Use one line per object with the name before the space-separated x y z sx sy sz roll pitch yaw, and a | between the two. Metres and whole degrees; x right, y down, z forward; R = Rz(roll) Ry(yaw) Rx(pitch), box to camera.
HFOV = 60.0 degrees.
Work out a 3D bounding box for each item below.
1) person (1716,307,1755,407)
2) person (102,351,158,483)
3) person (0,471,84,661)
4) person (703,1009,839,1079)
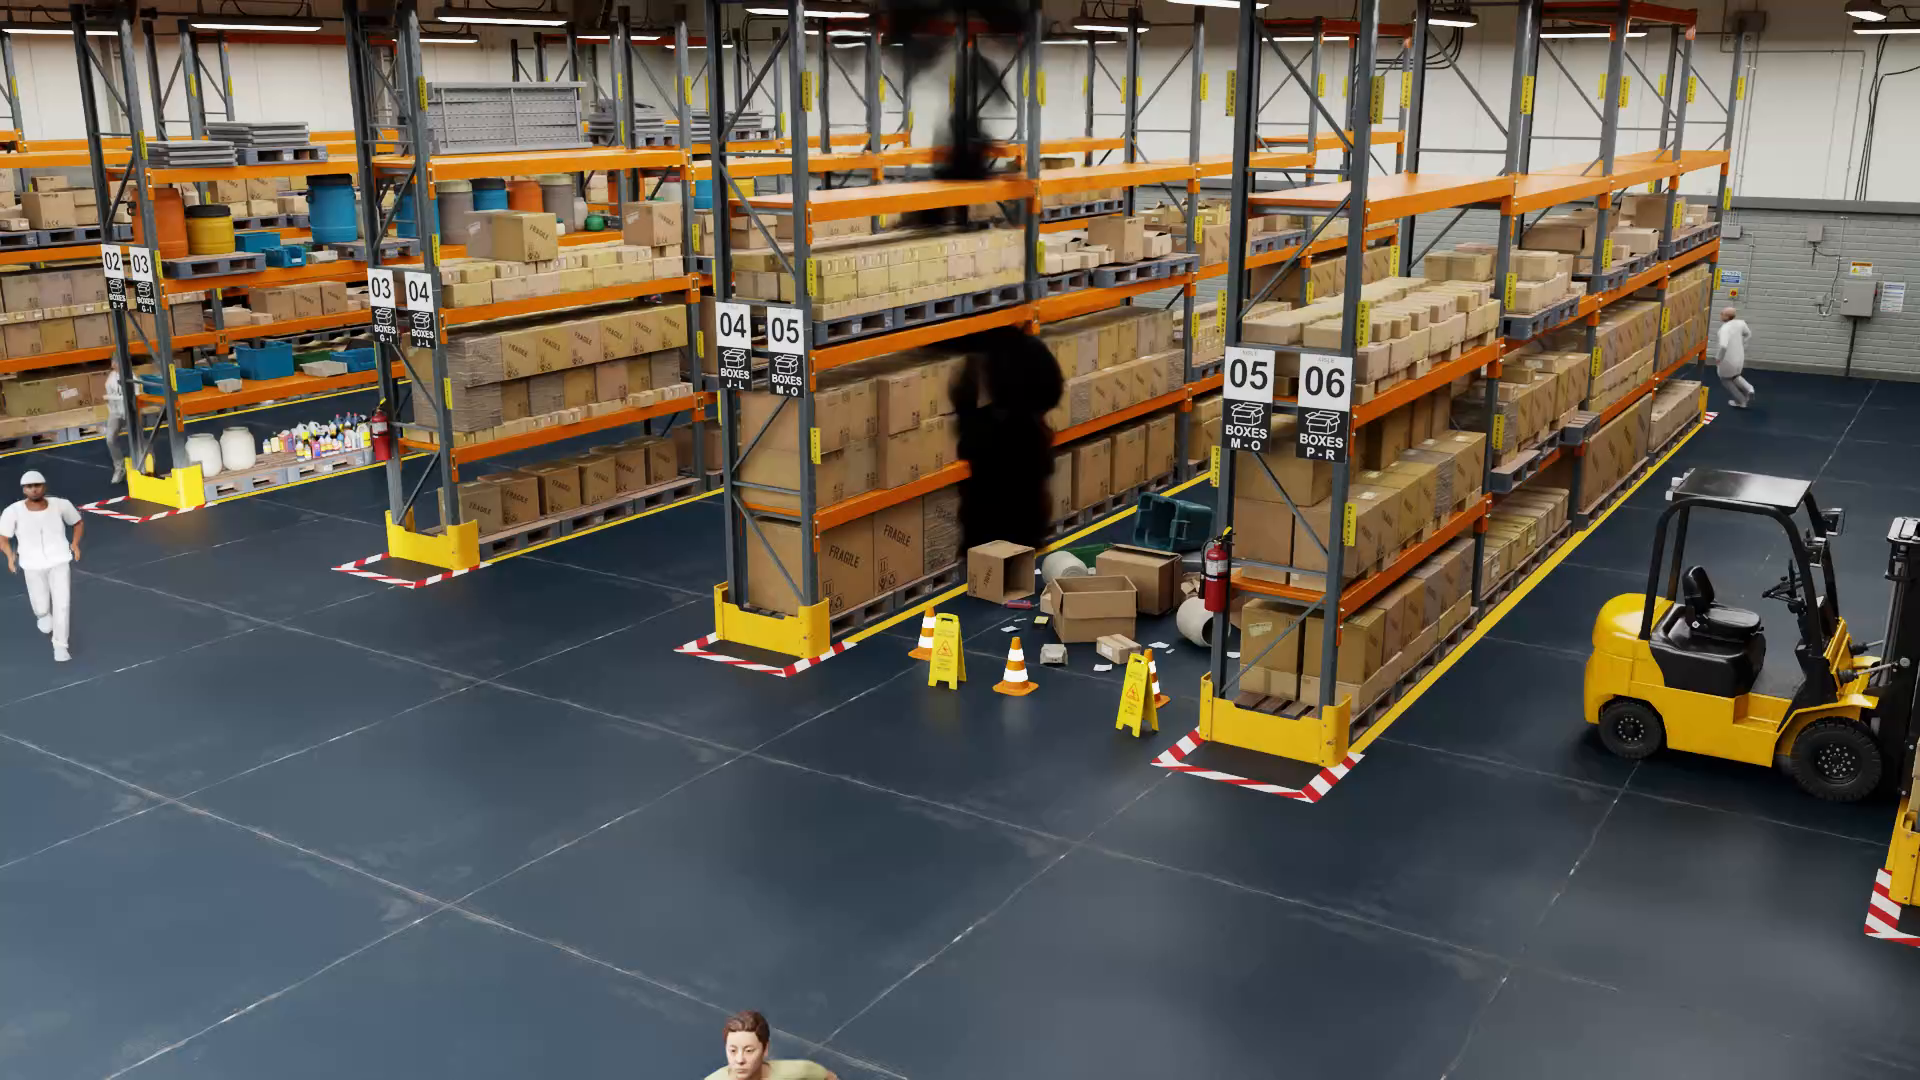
person | 12.374 -2.919 26.663 0.809 1.647 0.623 -5 16 -19
person | -11.021 -1.636 21.970 0.580 1.749 0.752 4 16 13
person | -8.391 0.203 15.273 0.709 1.734 0.771 -9 18 -29
person | -0.792 2.641 6.723 0.599 1.620 0.667 0 16 1
